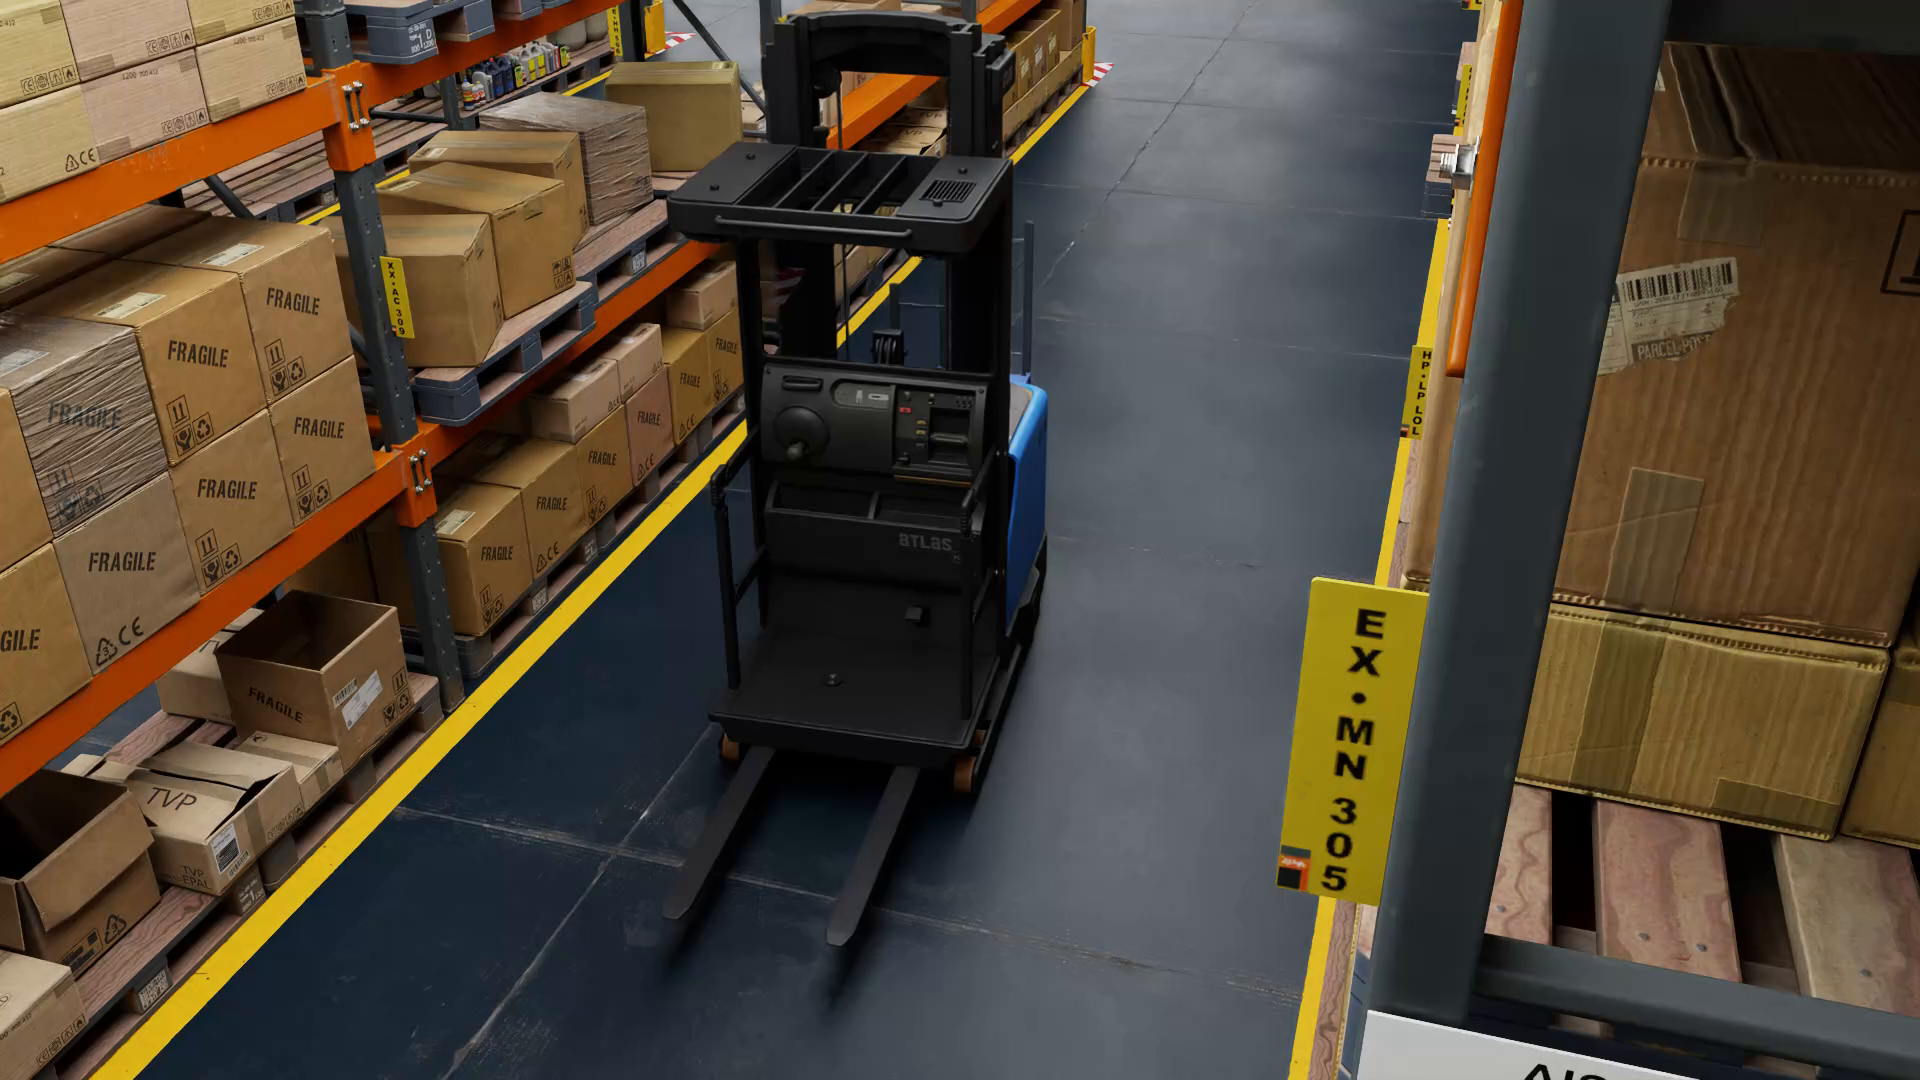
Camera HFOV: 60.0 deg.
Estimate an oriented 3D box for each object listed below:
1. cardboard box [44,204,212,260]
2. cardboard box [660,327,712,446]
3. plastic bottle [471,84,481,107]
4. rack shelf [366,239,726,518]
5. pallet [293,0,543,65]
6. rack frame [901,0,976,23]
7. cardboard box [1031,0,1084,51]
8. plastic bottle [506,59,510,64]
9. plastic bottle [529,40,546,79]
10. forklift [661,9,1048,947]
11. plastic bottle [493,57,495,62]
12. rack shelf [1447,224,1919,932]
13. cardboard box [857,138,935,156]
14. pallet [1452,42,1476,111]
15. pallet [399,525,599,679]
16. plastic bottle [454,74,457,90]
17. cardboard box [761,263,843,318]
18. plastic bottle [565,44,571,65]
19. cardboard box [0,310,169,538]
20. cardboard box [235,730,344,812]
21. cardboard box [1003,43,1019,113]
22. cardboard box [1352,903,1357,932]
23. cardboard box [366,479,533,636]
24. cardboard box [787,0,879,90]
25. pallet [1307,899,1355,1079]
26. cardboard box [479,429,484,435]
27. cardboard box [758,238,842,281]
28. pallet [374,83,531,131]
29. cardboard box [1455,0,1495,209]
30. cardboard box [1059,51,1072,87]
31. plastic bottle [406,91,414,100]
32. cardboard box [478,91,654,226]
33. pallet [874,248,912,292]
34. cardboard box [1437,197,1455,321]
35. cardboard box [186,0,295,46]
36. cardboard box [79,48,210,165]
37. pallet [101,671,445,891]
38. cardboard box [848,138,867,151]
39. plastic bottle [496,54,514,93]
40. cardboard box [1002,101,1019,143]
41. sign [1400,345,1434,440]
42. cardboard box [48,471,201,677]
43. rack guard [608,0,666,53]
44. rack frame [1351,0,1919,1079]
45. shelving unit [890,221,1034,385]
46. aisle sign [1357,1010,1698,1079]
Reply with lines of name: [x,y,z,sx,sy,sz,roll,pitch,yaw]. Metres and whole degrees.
cardboard box: [-3.119,-0.939,6.221,0.500,0.500,0.500,9,30,16]
cardboard box: [-1.740,-0.887,9.378,0.500,0.500,0.500,7,30,13]
plastic bottle: [-4.555,-4.165,15.578,0.097,0.201,0.097,0,29,0]
rack shelf: [-2.125,-1.252,8.655,1.077,0.370,4.000,8,30,15]
pallet: [-2.453,-2.159,6.653,1.213,0.211,1.003,8,30,15]
rack frame: [-0.364,-4.355,13.493,1.000,3.000,0.127,8,30,15]
cardboard box: [0.937,-5.232,16.694,0.500,0.500,0.500,8,30,15]
plastic bottle: [-4.401,-4.541,16.181,0.097,0.271,0.097,0,29,0]
plastic bottle: [-4.229,-4.786,16.539,0.144,0.351,0.185,10,31,17]
forklift: [-0.397,-0.431,6.510,1.130,2.935,3.031,6,30,11]
plastic bottle: [-4.838,-5.027,17.042,0.061,0.283,0.133,9,30,16]
rack shelf: [1.438,0.001,3.317,1.077,0.370,4.000,8,30,15]
cardboard box: [-0.504,-2.878,12.658,0.500,0.311,0.500,8,30,15]
pallet: [4.009,-3.231,11.670,1.003,0.211,1.213,8,30,15]
pallet: [-2.509,0.198,8.177,1.003,0.211,1.213,8,30,15]
plastic bottle: [-4.979,-4.485,16.077,0.152,0.276,0.135,8,30,15]
cardboard box: [-1.103,-1.679,11.080,0.500,0.250,0.500,8,30,15]
plastic bottle: [-4.044,-4.976,17.034,0.097,0.201,0.097,0,29,0]
cardboard box: [-2.909,-0.373,5.204,0.500,0.500,0.500,9,30,15]
cardboard box: [-2.661,0.905,6.518,0.380,0.149,0.250,8,30,15]
cardboard box: [0.211,-4.069,14.603,0.500,0.500,0.500,8,30,15]
cardboard box: [1.426,0.865,3.801,0.980,0.700,0.700,7,30,12]
cardboard box: [-2.337,0.073,7.652,0.500,0.500,0.500,7,30,13]
cardboard box: [-0.906,-3.566,11.972,0.500,0.500,0.500,9,30,15]
pallet: [1.727,1.629,5.605,1.003,0.211,1.213,8,30,15]
cardboard box: [-2.540,-0.469,8.625,0.500,0.500,0.500,9,30,15]
cardboard box: [-1.103,-1.924,10.943,0.500,0.311,0.500,10,30,17]
pallet: [-4.861,-4.151,15.994,1.003,0.211,1.213,8,30,15]
cardboard box: [1.107,-0.727,2.734,0.500,0.500,0.500,7,30,13]
cardboard box: [0.800,-4.670,16.456,0.500,0.250,0.500,8,30,15]
plastic bottle: [-5.272,-4.339,15.806,0.061,0.283,0.133,10,31,17]
cardboard box: [-2.066,-2.017,8.755,0.700,0.500,0.500,14,32,24]
pallet: [-0.899,-2.219,12.522,1.003,0.211,1.213,8,30,15]
cardboard box: [1.111,-0.408,2.932,0.500,0.250,0.500,8,30,13]
cardboard box: [-2.595,-1.836,5.519,0.500,0.250,0.500,8,30,15]
cardboard box: [-2.757,-1.387,5.227,0.500,0.250,0.500,8,30,15]
pallet: [-2.915,0.901,6.914,1.003,0.211,1.213,8,30,15]
cardboard box: [-1.026,-2.953,12.792,0.500,0.311,0.500,8,30,13]
plastic bottle: [-4.409,-4.502,16.029,0.144,0.351,0.185,7,30,13]
cardboard box: [0.214,-3.741,14.785,0.500,0.250,0.500,8,30,15]
sign: [1.503,-0.476,5.411,0.100,0.325,0.005,8,30,15]
cardboard box: [-2.912,0.067,5.441,0.500,0.500,0.500,9,30,16]
rack guard: [-3.901,-5.788,18.640,1.175,0.500,0.348,8,30,15]
rack frame: [0.850,-0.695,0.742,1.000,3.000,0.127,8,30,15]
shelving unit: [0.026,-0.776,8.603,0.538,1.500,1.048,6,30,11]
aisle sign: [0.543,0.782,1.585,0.394,0.787,0.004,8,30,15]
